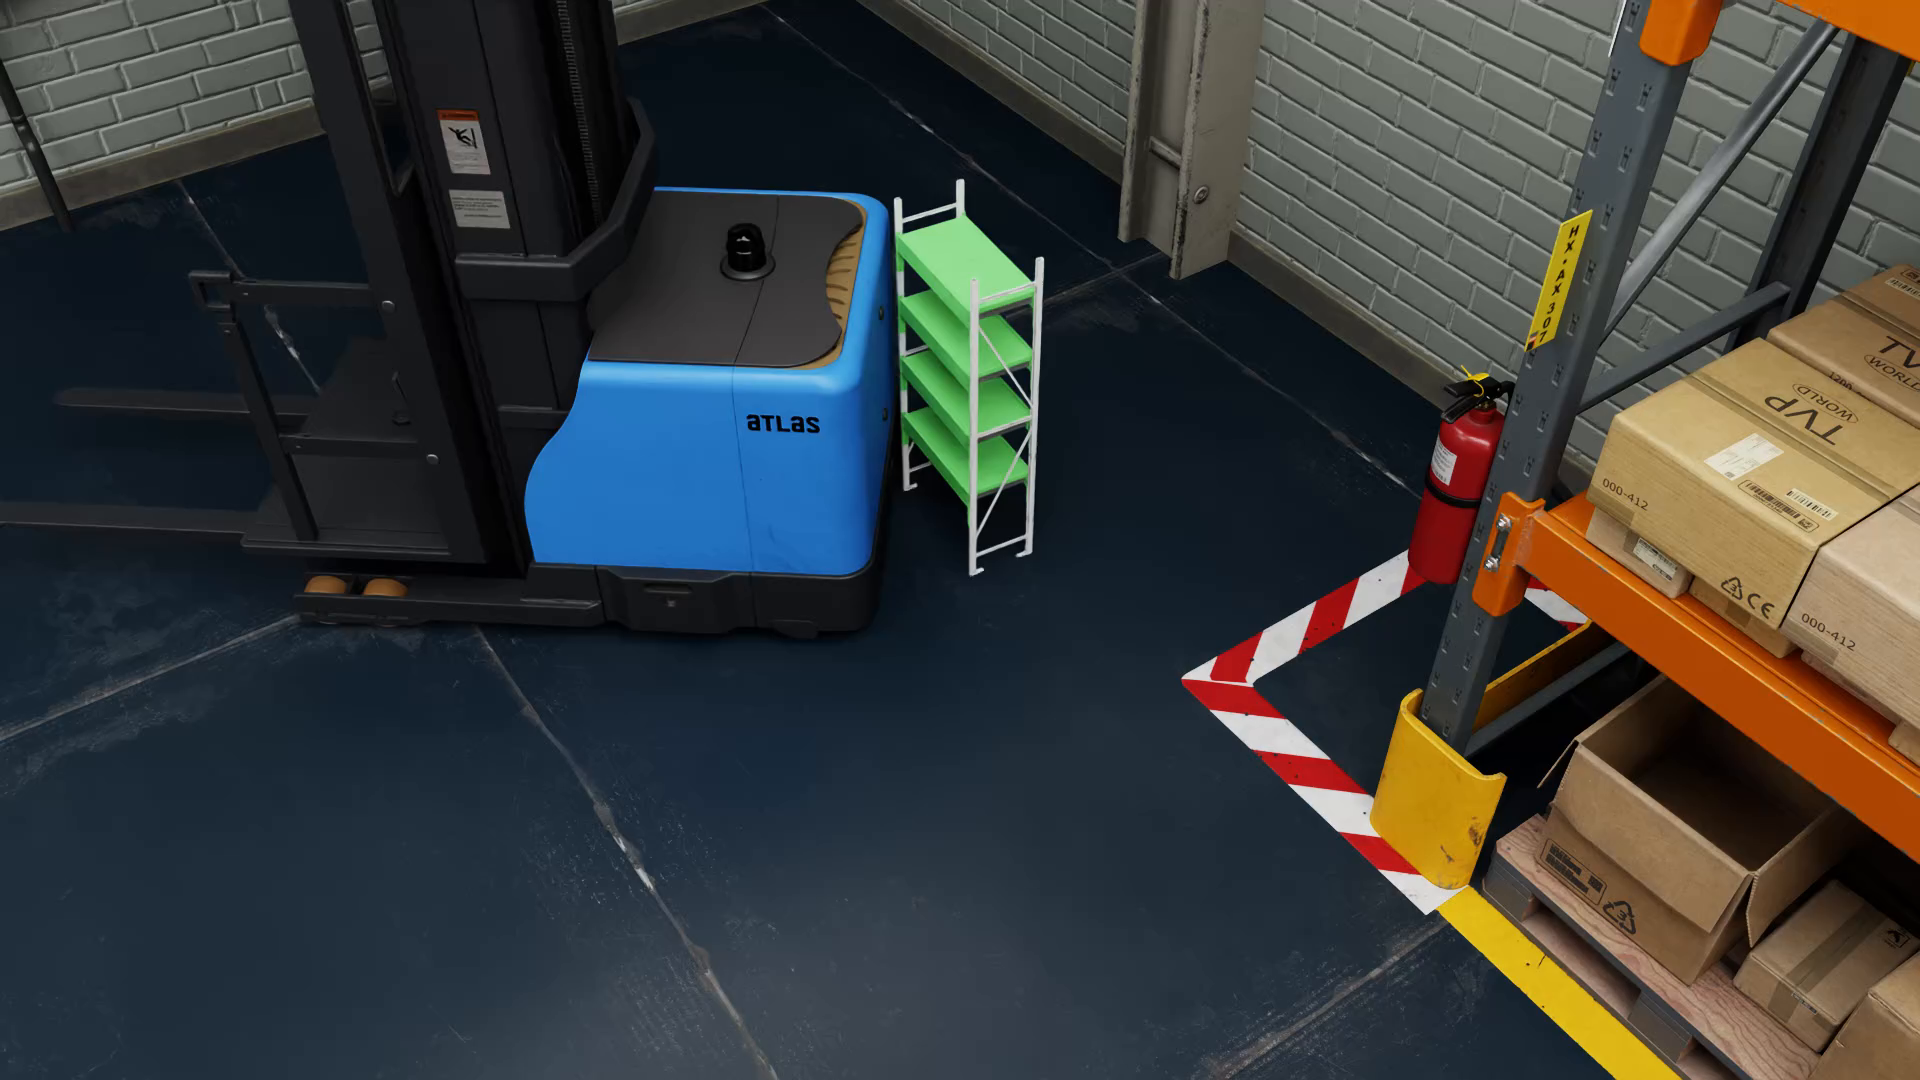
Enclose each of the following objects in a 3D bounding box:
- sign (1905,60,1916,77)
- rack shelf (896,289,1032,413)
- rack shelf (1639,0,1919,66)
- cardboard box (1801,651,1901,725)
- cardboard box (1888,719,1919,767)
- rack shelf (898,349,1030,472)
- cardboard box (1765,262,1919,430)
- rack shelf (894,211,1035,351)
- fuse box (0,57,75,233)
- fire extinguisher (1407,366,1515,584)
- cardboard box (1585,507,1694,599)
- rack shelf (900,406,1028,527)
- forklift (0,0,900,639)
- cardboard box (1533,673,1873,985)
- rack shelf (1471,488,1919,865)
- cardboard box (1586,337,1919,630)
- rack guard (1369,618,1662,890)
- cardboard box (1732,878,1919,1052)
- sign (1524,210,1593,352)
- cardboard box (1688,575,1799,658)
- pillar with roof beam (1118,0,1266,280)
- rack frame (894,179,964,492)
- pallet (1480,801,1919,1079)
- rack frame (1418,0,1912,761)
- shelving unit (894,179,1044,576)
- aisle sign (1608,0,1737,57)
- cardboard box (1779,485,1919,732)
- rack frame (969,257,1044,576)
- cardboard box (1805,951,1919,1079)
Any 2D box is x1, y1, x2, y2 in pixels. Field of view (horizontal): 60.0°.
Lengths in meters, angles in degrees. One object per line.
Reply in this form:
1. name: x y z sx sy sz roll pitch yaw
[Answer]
1. sign: 2.179 -1.188 3.754 0.100 0.325 0.005 -26 49 -24
2. rack shelf: 0.022 -0.630 5.286 0.258 0.148 0.480 -21 47 -20
3. rack shelf: 2.857 -0.139 2.072 1.077 0.370 4.000 -26 49 -24
4. cardboard box: 2.038 0.200 3.550 0.380 0.149 0.250 -26 50 -25
5. cardboard box: 2.132 0.367 3.375 0.380 0.149 0.250 -24 49 -23
6. rack shelf: 0.022 -0.456 5.451 0.258 0.148 0.480 -21 47 -20
7. cardboard box: 2.193 -0.344 3.831 0.500 0.250 0.500 -24 49 -23
8. rack shelf: 0.022 -0.803 5.120 0.258 0.148 0.480 -21 47 -20
9. fuse box: -3.795 -1.949 6.552 0.539 1.711 0.414 -26 49 -24
10. fire extinguisher: 1.249 -0.184 4.097 0.296 0.674 0.183 -26 49 -24
11. cardboard box: 1.676 -0.061 3.824 0.380 0.149 0.250 -26 49 -25
12. rack shelf: 0.022 -0.282 5.617 0.258 0.148 0.480 -21 47 -20
13. forklift: -1.754 -1.137 4.818 3.031 2.935 1.130 3 44 3
14. cardboard box: 1.985 0.688 4.360 0.797 0.503 0.637 -28 50 -26
15. rack shelf: 2.857 0.946 3.107 1.077 0.370 4.000 -26 49 -24
16. cardboard box: 1.751 -0.136 3.614 0.500 0.250 0.500 -25 49 -24
17. rack guard: 1.756 0.501 4.864 1.175 0.500 0.348 -26 49 -24
18. cardboard box: 2.196 1.073 4.215 0.380 0.149 0.250 -28 50 -26
19. sign: 1.268 -0.545 3.522 0.100 0.325 0.005 -26 49 -24
20. cardboard box: 1.859 0.065 3.692 0.380 0.149 0.250 -25 49 -23
21. pillar with roof beam: -2.622 -2.799 2.165 9.100 9.000 0.400 -26 49 -24
22. rack frame: -0.095 -0.650 5.562 0.240 1.200 0.015 -21 47 -20
23. pallet: 2.213 1.056 4.491 1.003 0.211 1.213 -26 49 -24
24. rack frame: 1.712 -0.447 4.045 1.000 3.000 0.127 -26 49 -24
25. shelving unit: 0.022 -0.502 5.407 0.258 1.200 0.503 -21 47 -20
26. aisle sign: 1.433 -1.309 3.067 0.394 0.787 0.004 -26 49 -24
27. cardboard box: 2.040 0.149 3.315 0.500 0.250 0.500 -25 49 -24
28. rack frame: 0.139 -0.354 5.252 0.240 1.200 0.015 -21 47 -20
29. cardboard box: 2.442 1.189 3.838 0.700 0.500 0.500 -24 49 -23
